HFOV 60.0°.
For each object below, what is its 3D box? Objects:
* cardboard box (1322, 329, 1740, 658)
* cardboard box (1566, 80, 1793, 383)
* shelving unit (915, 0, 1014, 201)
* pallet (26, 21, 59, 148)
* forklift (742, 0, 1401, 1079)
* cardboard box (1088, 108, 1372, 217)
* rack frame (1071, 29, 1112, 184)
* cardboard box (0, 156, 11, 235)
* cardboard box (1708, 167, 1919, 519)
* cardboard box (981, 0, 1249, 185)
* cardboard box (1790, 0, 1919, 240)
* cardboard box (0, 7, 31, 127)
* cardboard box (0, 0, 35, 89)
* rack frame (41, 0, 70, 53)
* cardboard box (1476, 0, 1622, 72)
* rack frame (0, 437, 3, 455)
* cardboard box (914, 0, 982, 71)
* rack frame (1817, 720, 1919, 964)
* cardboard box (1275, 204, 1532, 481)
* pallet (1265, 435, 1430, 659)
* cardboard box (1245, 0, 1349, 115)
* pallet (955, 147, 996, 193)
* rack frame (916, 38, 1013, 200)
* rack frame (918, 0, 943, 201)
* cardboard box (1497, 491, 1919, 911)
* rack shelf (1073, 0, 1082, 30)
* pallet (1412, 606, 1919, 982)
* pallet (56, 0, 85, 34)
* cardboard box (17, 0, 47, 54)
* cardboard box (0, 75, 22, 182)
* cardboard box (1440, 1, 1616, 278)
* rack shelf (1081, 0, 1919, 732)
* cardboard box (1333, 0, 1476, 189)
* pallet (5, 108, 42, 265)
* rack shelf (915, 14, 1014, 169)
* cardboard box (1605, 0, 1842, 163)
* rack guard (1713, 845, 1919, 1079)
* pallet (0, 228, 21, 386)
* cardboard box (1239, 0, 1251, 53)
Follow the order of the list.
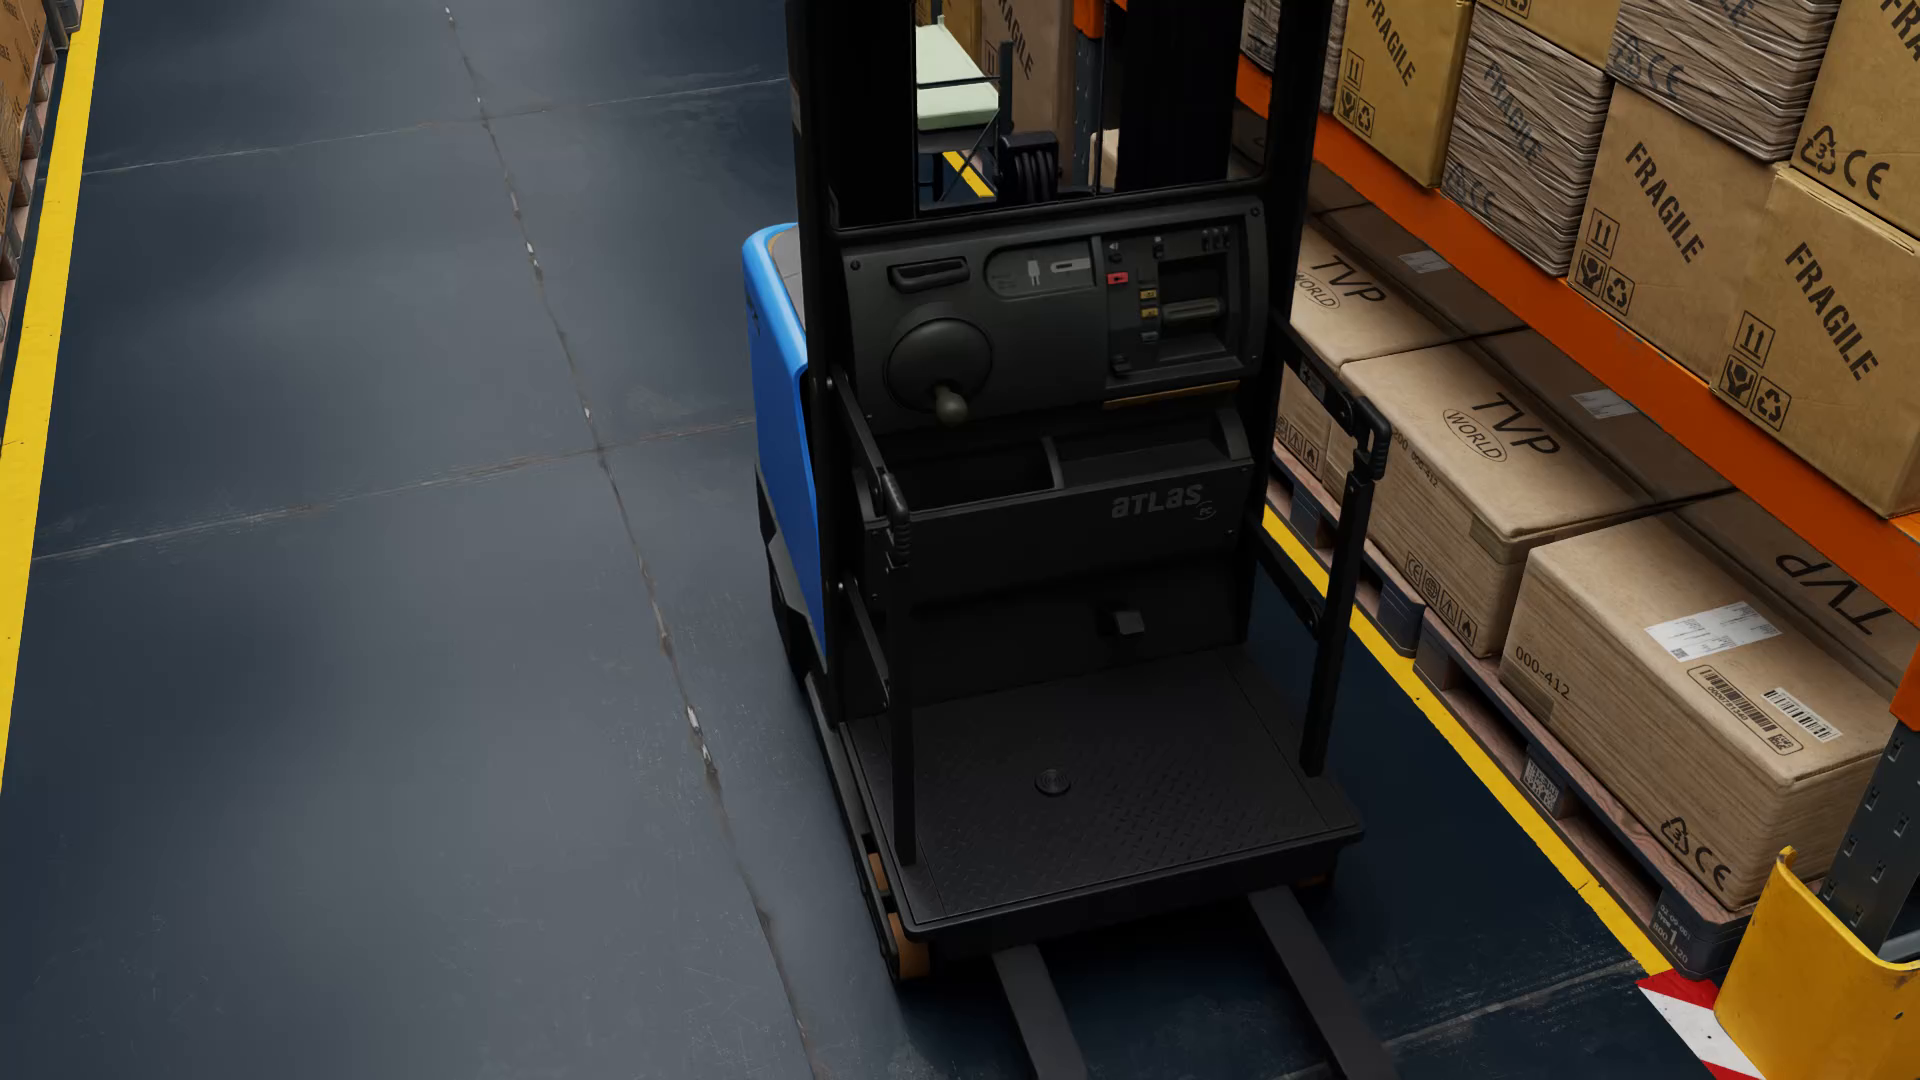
[{"bbox_3d":[1.663,-0.180,4.776,0.875,0.438,0.875,-11,38,-15],"label":"cardboard box"},{"bbox_3d":[1.734,-0.713,3.620,0.500,0.500,0.500,-13,39,-17],"label":"cardboard box"},{"bbox_3d":[-0.151,-0.963,5.281,0.431,1.500,0.755,-10,38,-13],"label":"shelving unit"},{"bbox_3d":[-4.884,-2.114,7.882,1.003,0.211,1.213,-12,39,-16],"label":"pallet"},{"bbox_3d":[0.278,-0.411,3.360,1.130,2.935,3.031,-10,38,-13],"label":"forklift"},{"bbox_3d":[1.046,-1.195,6.124,0.875,0.438,0.875,-13,39,-17],"label":"cardboard box"},{"bbox_3d":[0.930,-2.428,5.980,1.000,3.000,0.127,-12,39,-16],"label":"rack frame"},{"bbox_3d":[-4.044,-1.469,6.435,0.500,0.500,0.500,-14,39,-17],"label":"cardboard box"},{"bbox_3d":[1.892,-0.426,3.239,0.500,0.500,0.500,-12,39,-16],"label":"cardboard box"},{"bbox_3d":[0.642,-2.081,6.936,0.875,0.875,0.875,-11,38,-15],"label":"cardboard box"},{"bbox_3d":[1.917,-0.831,2.945,0.500,0.500,0.500,-11,38,-14],"label":"cardboard box"},{"bbox_3d":[-4.413,-2.053,7.211,0.500,0.500,0.500,-11,38,-14],"label":"cardboard box"},{"bbox_3d":[-4.596,-2.348,7.602,0.500,0.500,0.500,-13,39,-17],"label":"cardboard box"},{"bbox_3d":[-5.105,-3.658,7.613,1.000,3.000,0.127,-12,39,-16],"label":"rack frame"},{"bbox_3d":[1.543,-1.400,3.701,0.500,0.500,0.500,-13,39,-16],"label":"cardboard box"},{"bbox_3d":[-3.729,-1.398,4.613,1.000,3.000,0.127,-12,39,-16],"label":"rack frame"},{"bbox_3d":[0.324,-2.589,7.611,0.875,0.875,0.875,-11,38,-15],"label":"cardboard box"},{"bbox_3d":[2.307,-0.168,2.980,1.000,3.000,0.127,-12,39,-16],"label":"rack frame"},{"bbox_3d":[1.354,-0.690,5.453,0.875,0.438,0.875,-14,39,-17],"label":"cardboard box"},{"bbox_3d":[1.542,-0.178,5.311,1.003,0.211,1.213,-12,39,-16],"label":"pallet"},{"bbox_3d":[1.180,-1.581,4.773,0.500,0.500,0.500,-12,39,-16],"label":"cardboard box"},{"bbox_3d":[0.594,-1.734,7.377,1.003,0.211,1.213,-12,39,-16],"label":"pallet"},{"bbox_3d":[-0.050,-0.751,5.001,0.400,1.500,0.023,-10,38,-13],"label":"rack frame"},{"bbox_3d":[-0.253,-1.174,5.562,0.400,1.500,0.023,-10,38,-13],"label":"rack frame"},{"bbox_3d":[1.986,0.335,4.092,0.875,0.438,0.875,-14,39,-17],"label":"cardboard box"},{"bbox_3d":[0.242,-3.270,7.697,1.077,0.370,4.000,-12,39,-16],"label":"rack shelf"},{"bbox_3d":[1.958,0.510,4.397,1.003,0.211,1.213,-12,39,-16],"label":"pallet"},{"bbox_3d":[-5.352,-3.017,9.080,1.003,0.211,1.213,-12,39,-16],"label":"pallet"},{"bbox_3d":[-4.758,-2.633,7.981,0.500,0.500,0.500,-11,38,-15],"label":"cardboard box"},{"bbox_3d":[-4.217,-1.763,6.826,0.500,0.500,0.500,-14,39,-18],"label":"cardboard box"},{"bbox_3d":[1.547,-1.001,4.003,0.500,0.500,0.500,-11,38,-15],"label":"cardboard box"},{"bbox_3d":[1.618,-1.011,4.697,1.077,0.370,4.000,-12,39,-16],"label":"rack shelf"},{"bbox_3d":[1.358,-1.290,4.386,0.500,0.500,0.500,-11,38,-15],"label":"cardboard box"},{"bbox_3d":[-4.468,-1.426,6.968,1.003,0.211,1.213,-12,39,-16],"label":"pallet"},{"bbox_3d":[-0.151,-1.274,5.047,0.431,0.370,0.720,-10,38,-13],"label":"rack shelf"},{"bbox_3d":[1.710,-1.120,3.329,0.500,0.500,0.500,-12,39,-16],"label":"cardboard box"},{"bbox_3d":[2.315,0.844,3.714,1.175,0.500,0.348,-12,39,-16],"label":"rack guard"},{"bbox_3d":[-4.044,-0.736,6.052,1.003,0.211,1.213,-12,39,-16],"label":"pallet"},{"bbox_3d":[1.015,-1.863,5.148,0.500,0.500,0.500,-12,39,-16],"label":"cardboard box"}]
